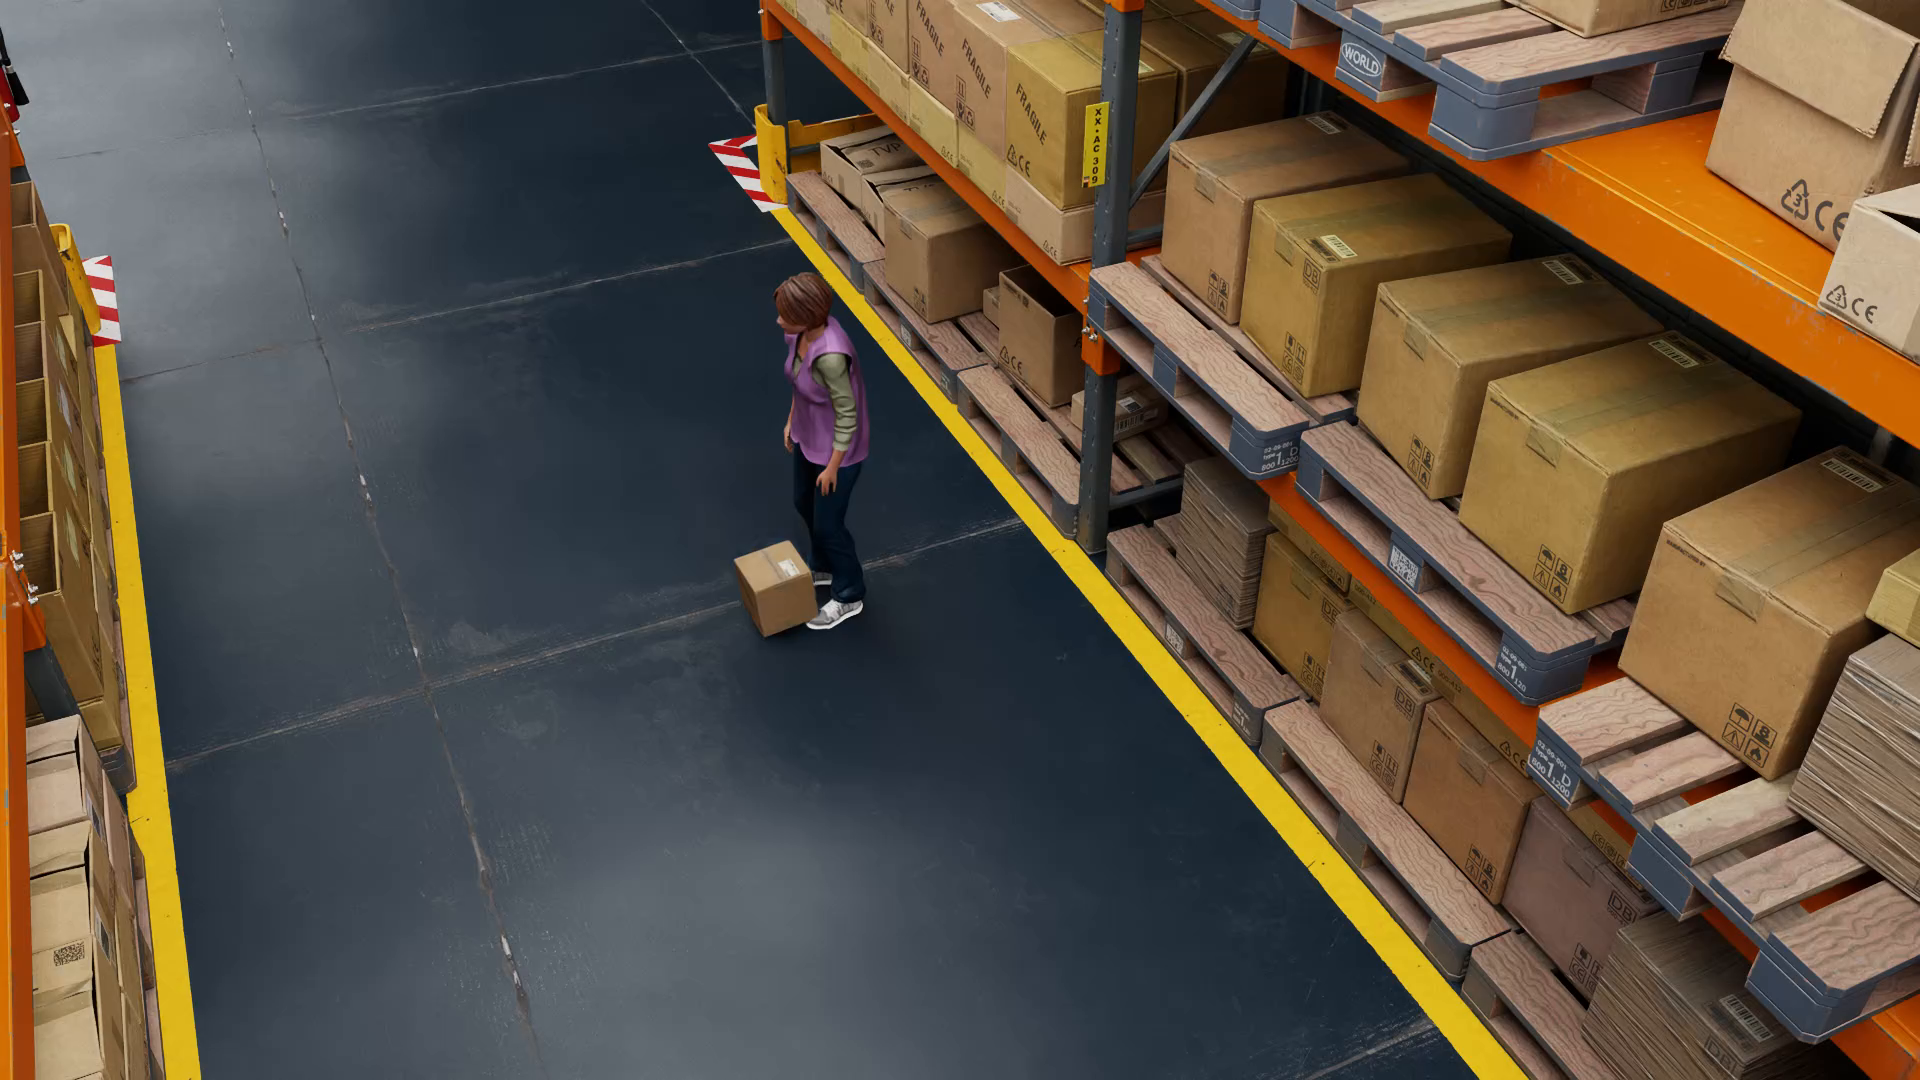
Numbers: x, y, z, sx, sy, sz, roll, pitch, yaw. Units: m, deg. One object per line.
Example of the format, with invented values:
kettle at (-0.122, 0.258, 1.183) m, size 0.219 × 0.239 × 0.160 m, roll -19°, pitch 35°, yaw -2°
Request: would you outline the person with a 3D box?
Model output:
person at (-0.545, -0.364, 6.629) m, size 0.341 × 1.594 × 0.459 m, roll -17°, pitch 41°, yaw -21°
